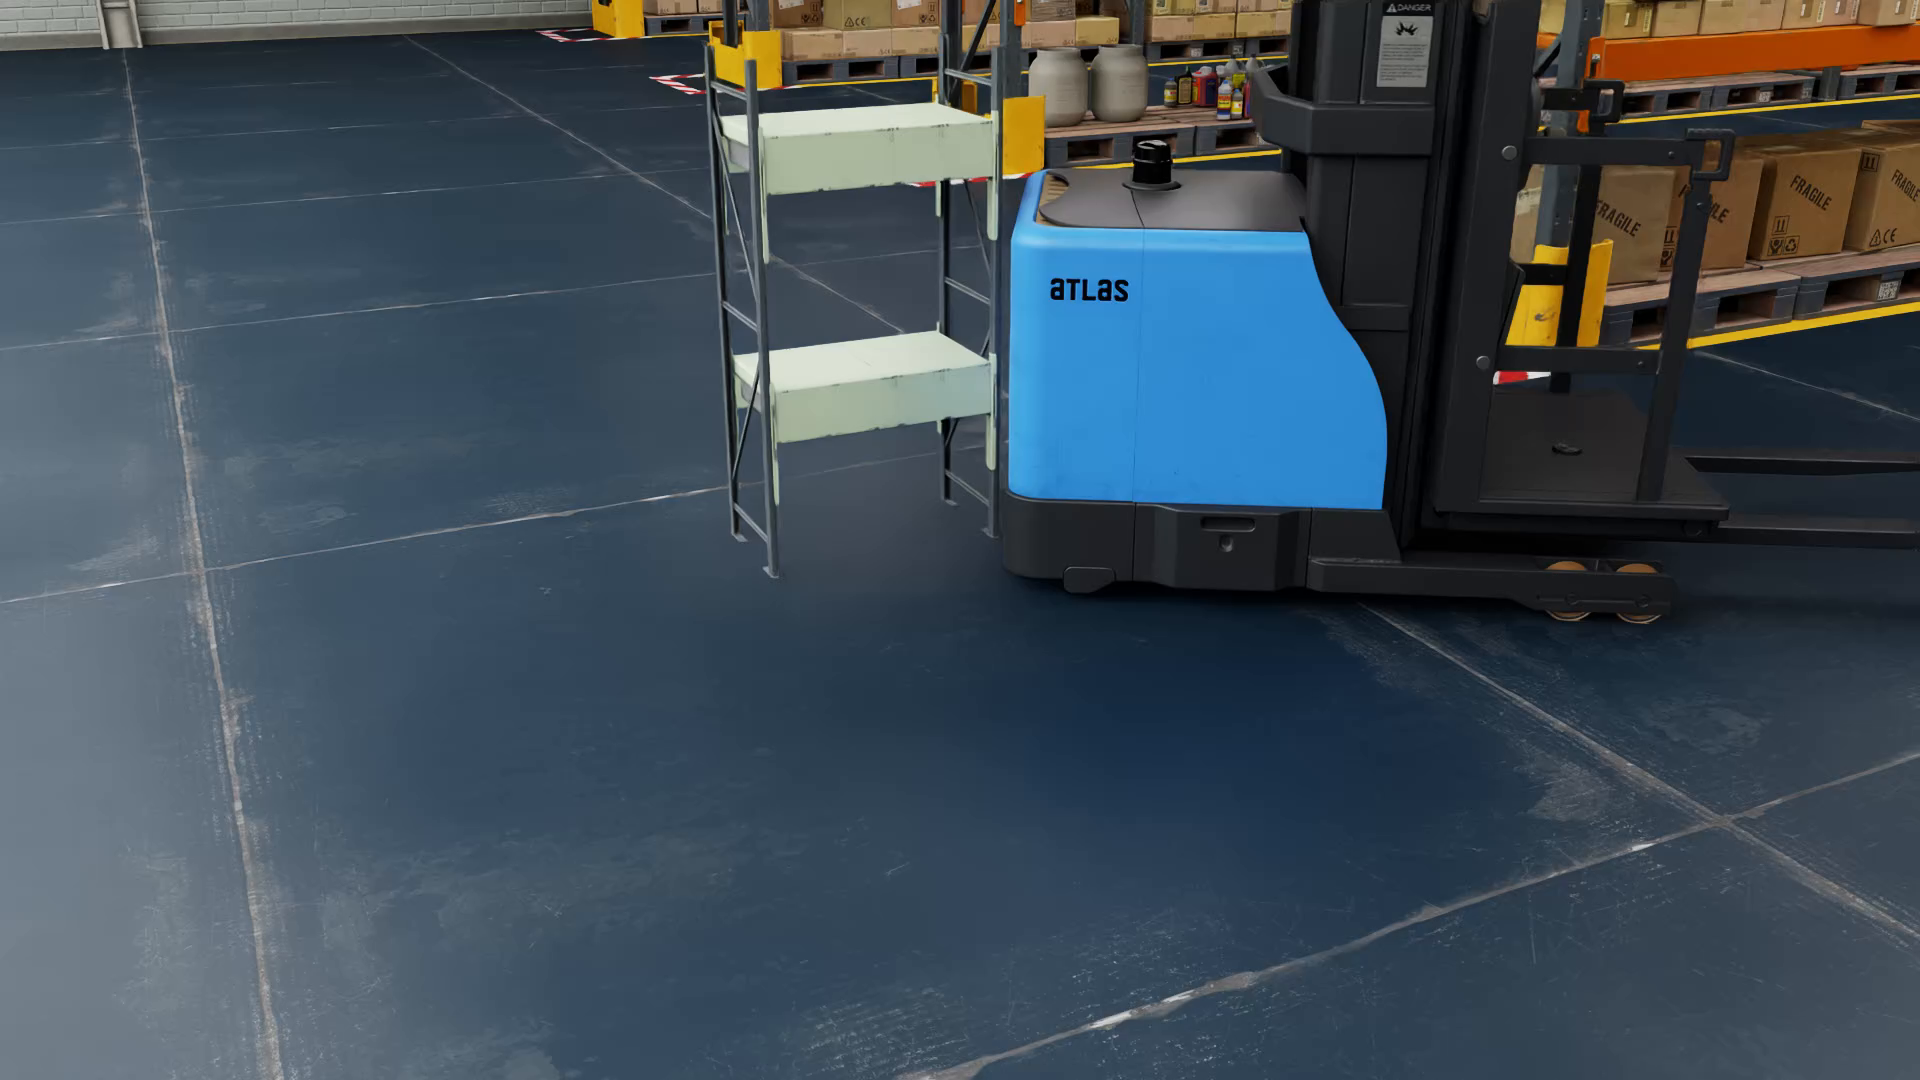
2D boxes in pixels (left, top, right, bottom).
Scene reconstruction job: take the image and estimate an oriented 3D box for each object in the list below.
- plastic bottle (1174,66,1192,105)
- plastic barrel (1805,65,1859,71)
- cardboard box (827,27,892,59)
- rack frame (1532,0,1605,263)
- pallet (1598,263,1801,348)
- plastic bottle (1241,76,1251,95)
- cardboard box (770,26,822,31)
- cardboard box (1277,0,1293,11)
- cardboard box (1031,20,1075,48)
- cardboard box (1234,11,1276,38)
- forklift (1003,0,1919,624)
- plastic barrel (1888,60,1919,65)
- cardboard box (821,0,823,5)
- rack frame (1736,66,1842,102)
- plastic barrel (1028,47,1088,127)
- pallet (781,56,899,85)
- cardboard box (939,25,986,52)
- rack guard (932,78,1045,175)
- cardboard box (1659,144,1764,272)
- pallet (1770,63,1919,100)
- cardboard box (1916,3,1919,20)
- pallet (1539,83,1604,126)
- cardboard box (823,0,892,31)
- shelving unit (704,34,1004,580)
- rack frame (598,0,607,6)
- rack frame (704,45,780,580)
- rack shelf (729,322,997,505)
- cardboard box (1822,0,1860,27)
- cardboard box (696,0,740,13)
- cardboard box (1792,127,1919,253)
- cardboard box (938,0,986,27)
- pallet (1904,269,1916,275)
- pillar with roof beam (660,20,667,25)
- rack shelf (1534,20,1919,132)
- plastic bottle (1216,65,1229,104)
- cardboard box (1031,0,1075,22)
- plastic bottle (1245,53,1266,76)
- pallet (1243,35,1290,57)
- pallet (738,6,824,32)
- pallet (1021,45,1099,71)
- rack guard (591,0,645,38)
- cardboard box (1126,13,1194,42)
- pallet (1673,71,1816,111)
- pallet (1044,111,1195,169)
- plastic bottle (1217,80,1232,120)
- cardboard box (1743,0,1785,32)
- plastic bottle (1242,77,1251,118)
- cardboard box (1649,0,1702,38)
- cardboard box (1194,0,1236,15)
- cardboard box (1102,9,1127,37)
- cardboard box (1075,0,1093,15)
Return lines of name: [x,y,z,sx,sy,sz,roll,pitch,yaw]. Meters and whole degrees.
plastic bottle: [1.700,-3.468,12.683,0.133,0.283,0.061,-10,24,-22]
plastic barrel: [7.779,-4.644,14.835,0.708,0.830,0.600,-10,25,-24]
cardboard box: [-0.979,-4.766,15.888,0.500,0.250,0.500,-10,25,-24]
rack frame: [2.286,-2.332,6.961,0.127,3.000,1.000,-10,25,-24]
pallet: [3.101,-1.178,7.821,1.213,0.211,1.003,-10,25,-24]
plastic bottle: [2.206,-3.454,12.757,0.097,0.201,0.097,0,22,0]
cardboard box: [-1.652,-4.860,16.116,0.500,0.250,0.500,-10,25,-24]
cardboard box: [3.462,-5.830,17.726,0.500,0.311,0.500,-10,24,-22]
cardboard box: [0.819,-5.101,16.698,0.500,0.250,0.500,-10,25,-24]
cardboard box: [2.994,-5.486,17.627,0.500,0.250,0.500,-11,25,-25]
forklift: [1.672,-1.331,4.632,3.031,2.935,1.130,2,23,5]
plastic barrel: [8.797,-4.720,15.334,0.708,0.588,0.600,-10,25,-24]
cardboard box: [-1.473,-6.979,20.880,0.500,0.500,0.500,-12,26,-28]
rack frame: [7.346,-5.365,14.290,0.127,3.000,1.000,-10,25,-24]
plastic barrel: [0.697,-3.218,11.807,0.421,0.512,0.421,0,22,0]
pallet: [-1.337,-4.599,16.084,1.213,0.211,1.003,-10,25,-24]
cardboard box: [-0.075,-4.930,16.285,0.500,0.250,0.500,-10,25,-24]
rack guard: [0.186,-2.912,11.632,0.348,0.500,1.175,-10,25,-24]
cardboard box: [3.379,-1.579,7.863,0.500,0.500,0.500,-4,23,-10]
pallet: [8.038,-4.222,15.174,1.213,0.211,1.003,-10,25,-24]
cardboard box: [4.207,-2.483,7.655,0.250,0.149,0.380,-10,25,-24]
pallet: [4.432,-3.557,13.567,1.213,0.211,1.003,-10,25,-24]
cardboard box: [-0.978,-5.112,15.743,0.500,0.500,0.500,-10,25,-24]
shelving unit: [-0.302,-0.703,4.988,0.755,1.500,0.431,-10,25,-23]
rack frame: [-4.159,-7.453,19.332,0.127,3.000,1.000,-10,25,-24]
rack frame: [-0.633,-0.644,4.845,0.023,1.500,0.400,-10,25,-23]
rack shelf: [-0.302,-0.402,5.113,0.720,0.370,0.431,-10,25,-23]
cardboard box: [3.769,-2.390,7.431,0.250,0.149,0.380,-10,25,-24]
cardboard box: [-2.983,-6.592,20.193,0.500,0.311,0.500,-8,24,-19]
cardboard box: [4.474,-1.754,8.284,0.500,0.500,0.500,-13,26,-28]
cardboard box: [-0.075,-5.276,16.140,0.500,0.500,0.500,-10,25,-24]
pallet: [5.300,-1.583,8.798,1.213,0.211,1.003,-10,25,-24]
pillar with roof beam: [-2.037,-9.155,15.601,0.400,9.000,9.100,-10,25,-24]
rack shelf: [4.088,-2.331,7.900,4.000,0.370,1.077,-10,25,-24]
plastic bottle: [1.966,-3.494,12.756,0.135,0.276,0.152,-11,25,-25]
cardboard box: [0.818,-5.449,16.556,0.500,0.500,0.500,-10,25,-24]
plastic bottle: [2.281,-3.589,12.886,0.185,0.351,0.144,-11,25,-24]
pallet: [3.345,-5.461,18.166,1.213,0.211,1.003,-10,25,-24]
pallet: [-2.246,-6.500,20.677,1.213,0.211,1.003,-10,25,-24]
pallet: [0.862,-5.004,17.062,1.213,0.211,1.003,-10,25,-24]
rack guard: [-4.091,-6.310,19.841,0.348,0.500,1.175,-10,25,-24]
cardboard box: [2.068,-5.315,17.213,0.500,0.250,0.500,-11,25,-25]
pallet: [6.631,-3.962,14.545,1.213,0.211,1.003,-10,25,-24]
pallet: [0.920,-2.912,12.008,1.213,0.211,1.003,-10,25,-24]
plastic bottle: [1.906,-3.174,11.989,0.097,0.271,0.097,0,22,0]
cardboard box: [3.327,-2.300,7.214,0.250,0.149,0.380,-10,25,-24]
plastic bottle: [2.118,-3.211,12.062,0.133,0.283,0.061,-10,25,-23]
cardboard box: [2.879,-2.215,7.009,0.250,0.149,0.380,-10,25,-24]
cardboard box: [2.531,-5.656,17.305,0.500,0.311,0.500,-11,25,-24]
cardboard box: [1.845,-5.502,17.666,0.500,0.250,0.500,-11,25,-24]
cardboard box: [1.043,-5.711,17.190,0.500,0.500,0.500,-10,25,-24]
